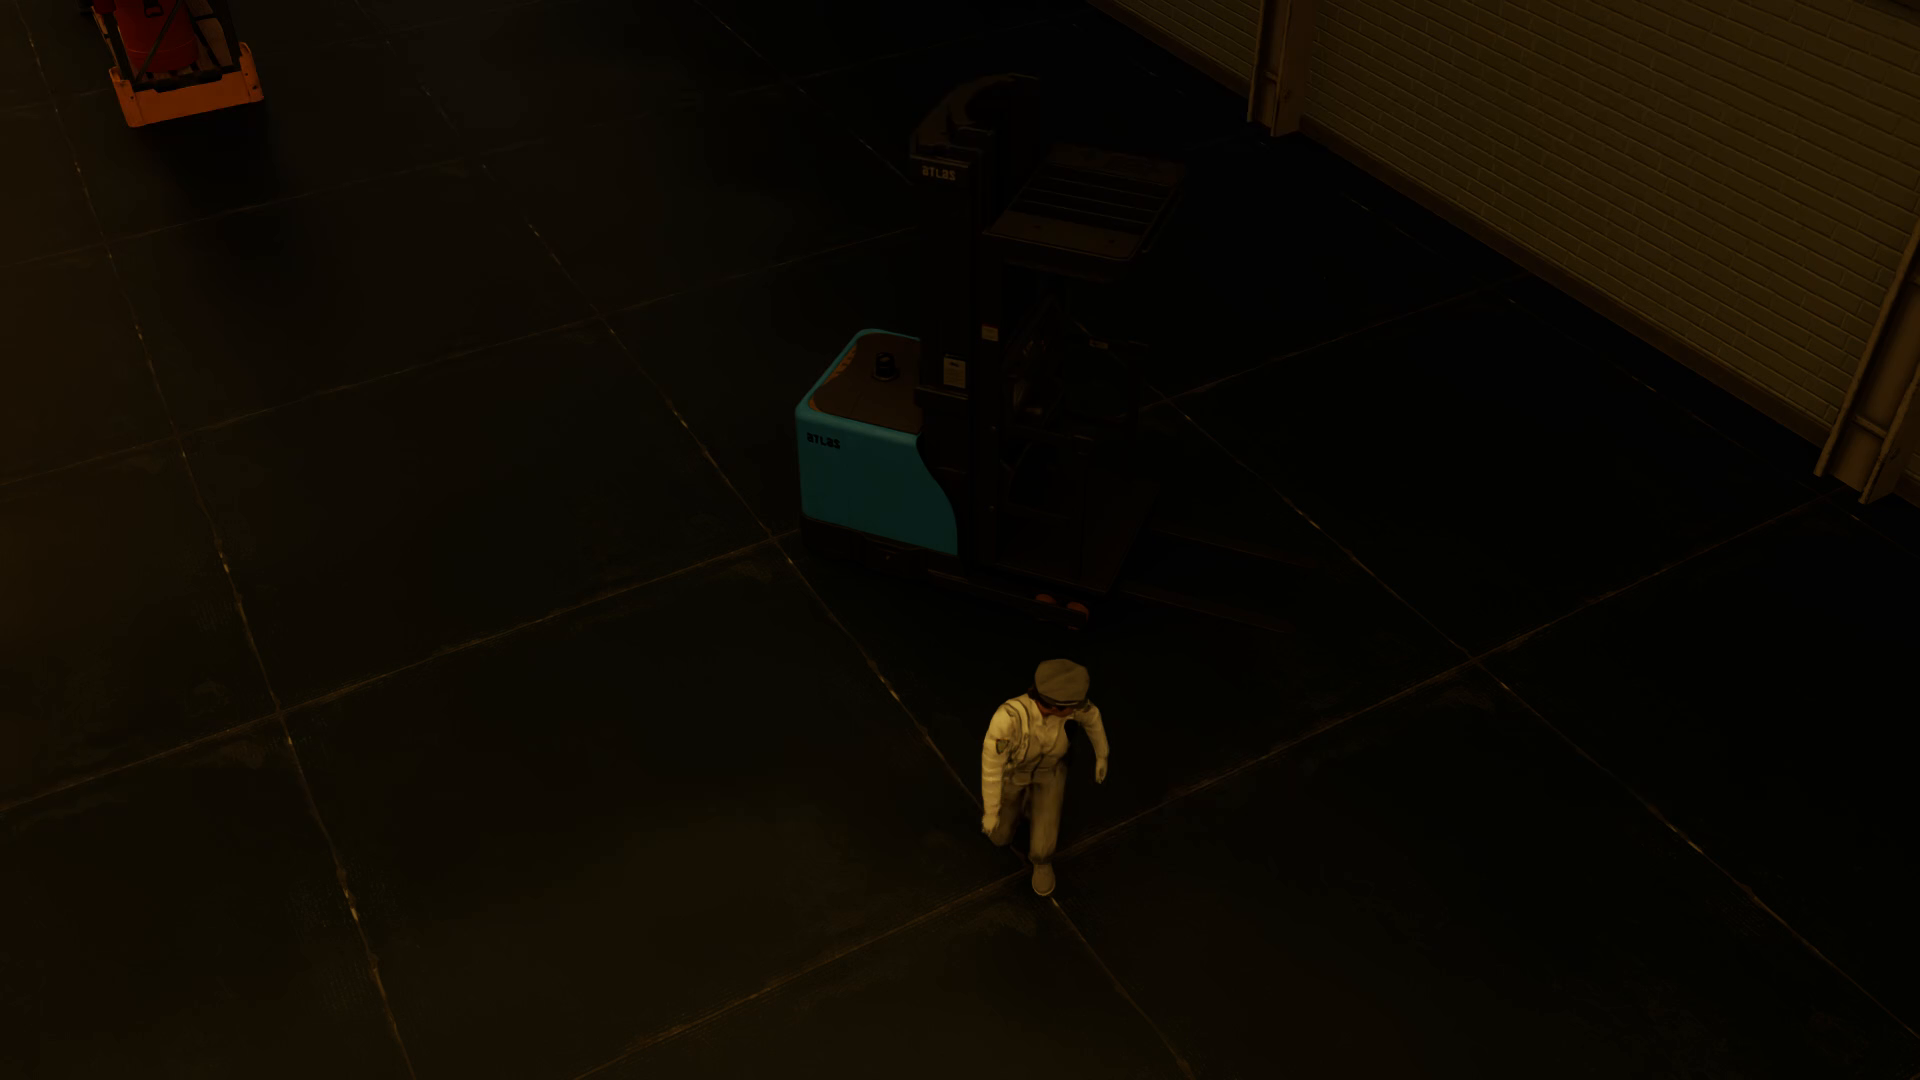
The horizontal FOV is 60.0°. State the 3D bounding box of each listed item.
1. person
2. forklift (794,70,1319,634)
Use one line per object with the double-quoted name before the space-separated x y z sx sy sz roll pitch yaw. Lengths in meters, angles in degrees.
"person" 0.405 1.070 7.925 0.635 1.452 0.618 -1 40 -2
"forklift" 0.595 -0.989 9.228 3.031 2.935 1.130 14 42 17
